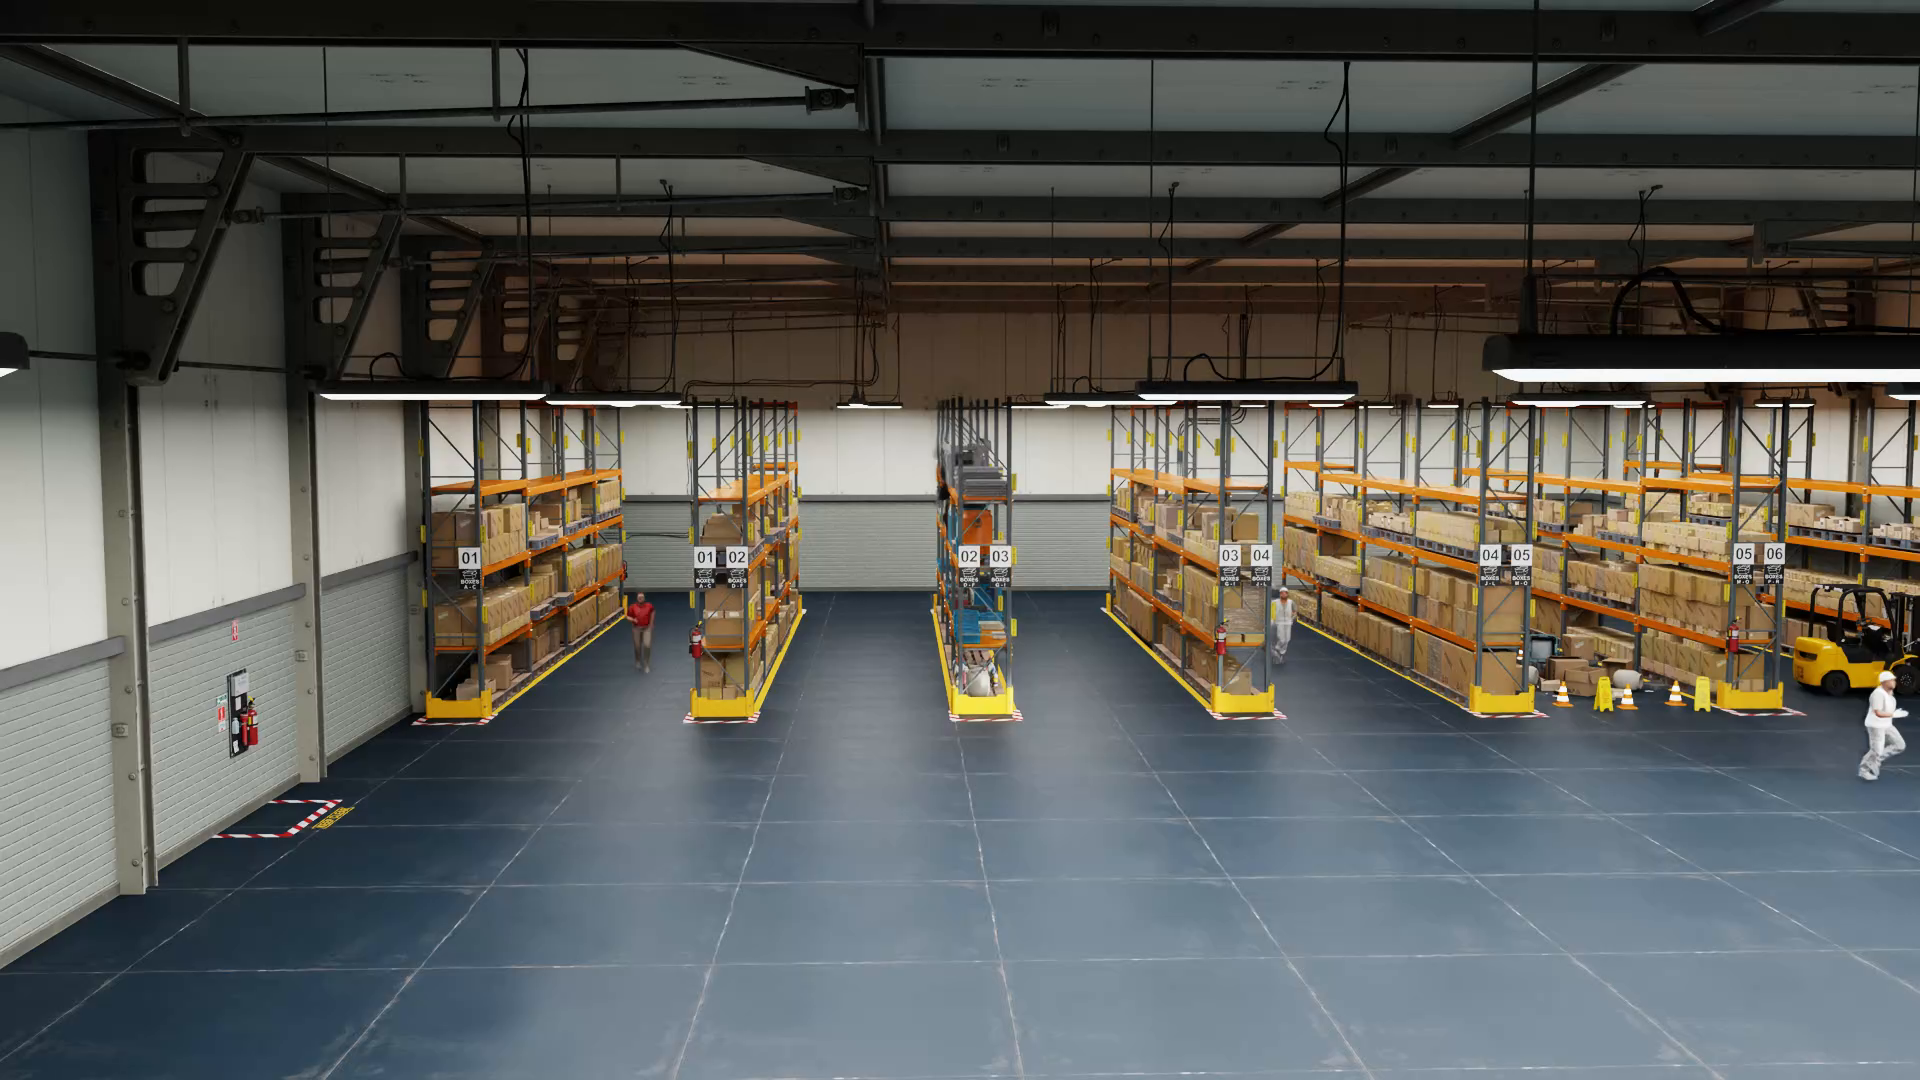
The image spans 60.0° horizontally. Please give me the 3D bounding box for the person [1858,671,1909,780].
[{"bbox_3d":[14.232,2.866,25.599,0.726,1.724,0.728,-4,6,-41],"label":"person"}]

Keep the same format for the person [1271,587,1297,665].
[{"bbox_3d":[7.308,1.944,37.477,0.624,1.767,0.663,0,4,-4],"label":"person"}]

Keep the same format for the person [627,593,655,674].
[{"bbox_3d":[-7.036,2.030,36.657,0.608,1.767,0.909,-1,4,-10],"label":"person"}]
